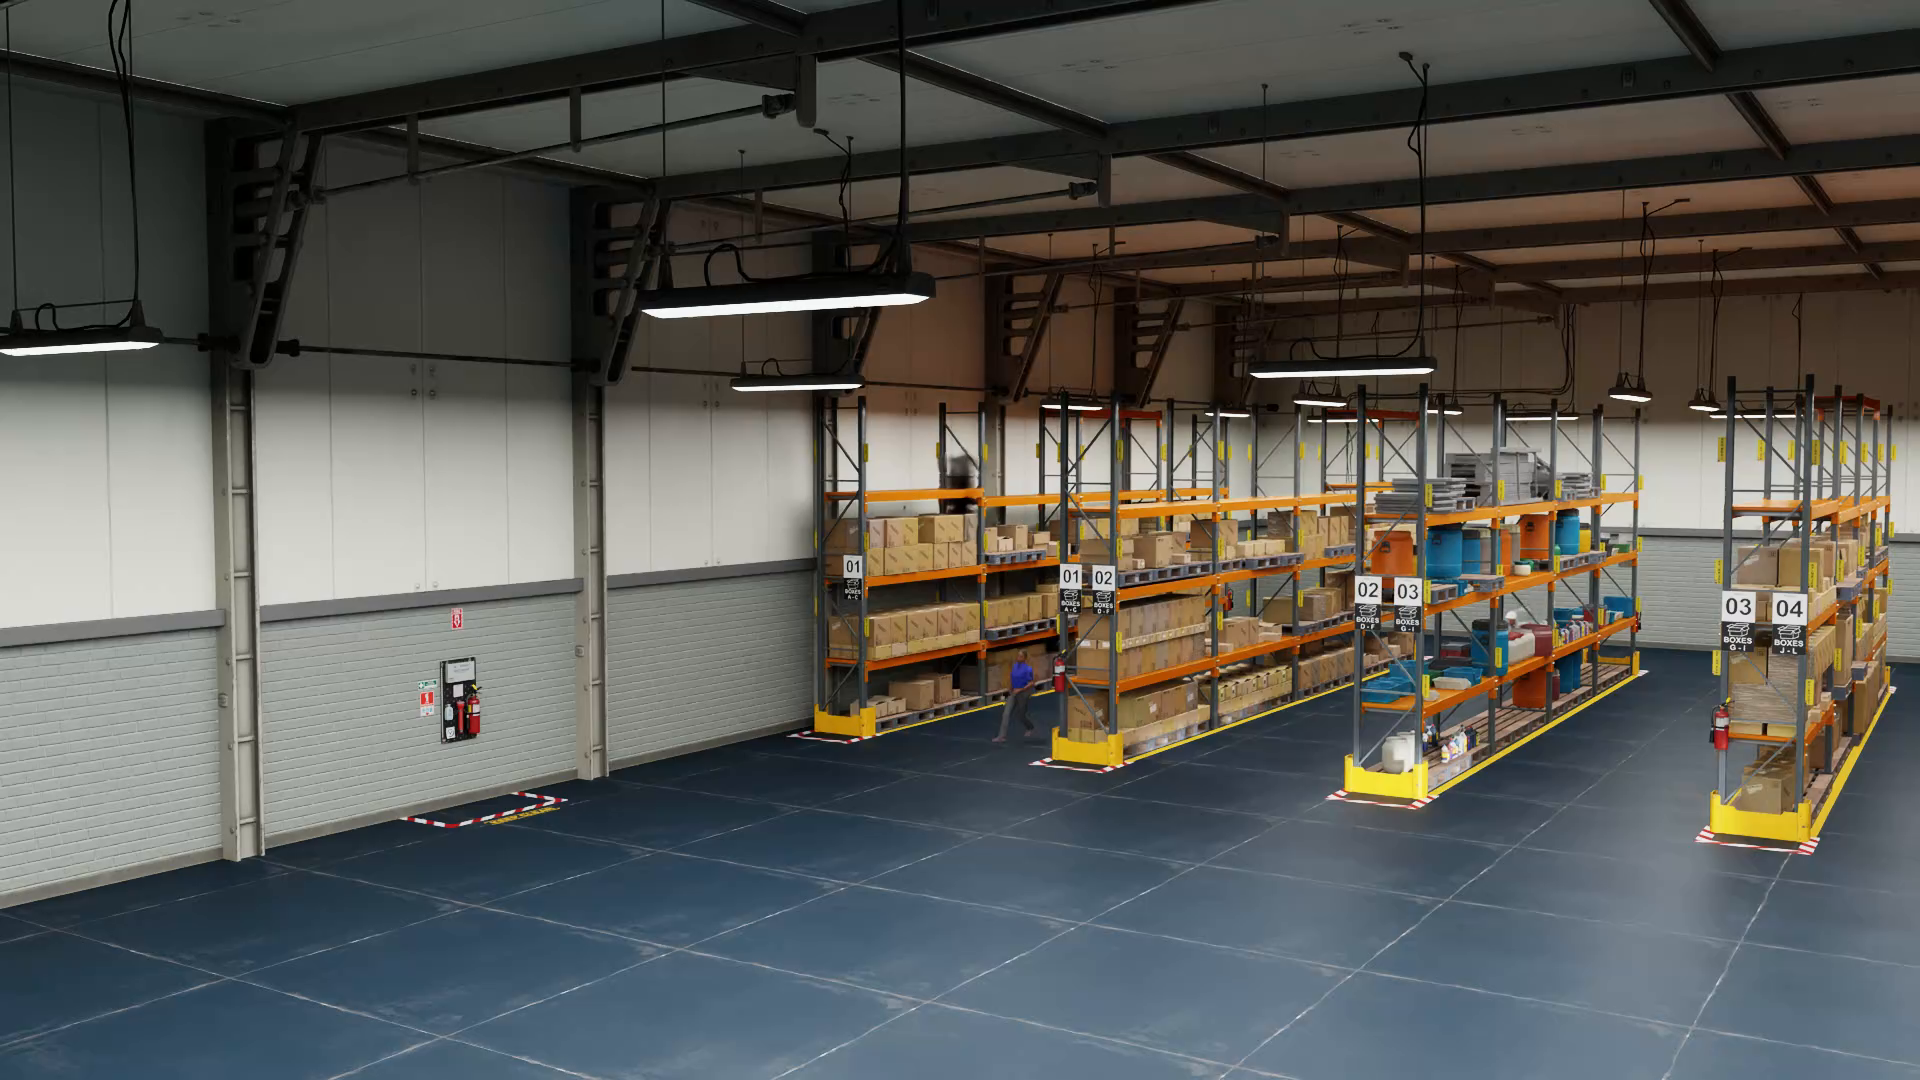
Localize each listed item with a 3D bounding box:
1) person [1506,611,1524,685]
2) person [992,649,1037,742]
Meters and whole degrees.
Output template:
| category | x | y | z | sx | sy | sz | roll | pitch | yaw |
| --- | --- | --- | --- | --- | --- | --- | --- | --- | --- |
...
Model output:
| category | x | y | z | sx | sy | sz | roll | pitch | yaw |
| --- | --- | --- | --- | --- | --- | --- | --- | --- | --- |
| person | 12.152 | 2.312 | 36.025 | 1.127 | 1.608 | 0.659 | -2 | 4 | -38 |
| person | 1.023 | 2.666 | 28.546 | 0.637 | 1.594 | 0.985 | 3 | 4 | 41 |
